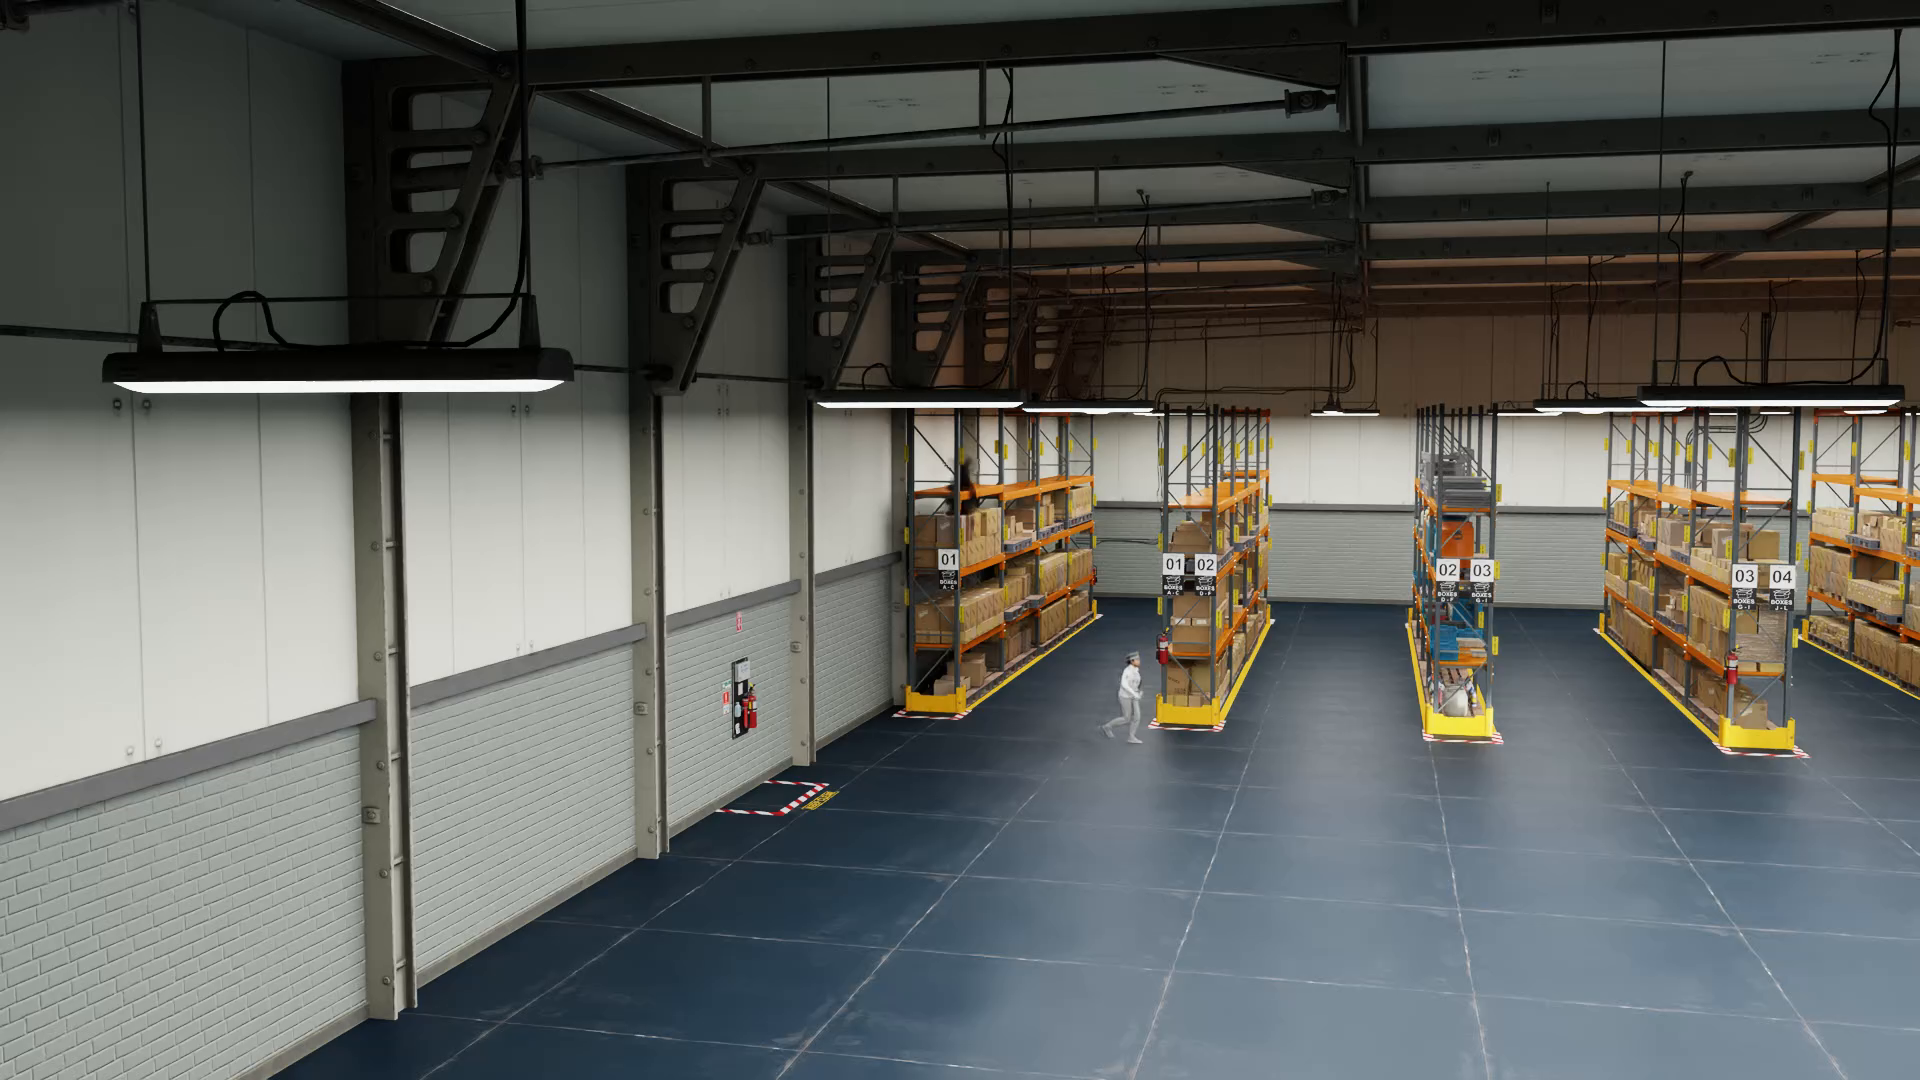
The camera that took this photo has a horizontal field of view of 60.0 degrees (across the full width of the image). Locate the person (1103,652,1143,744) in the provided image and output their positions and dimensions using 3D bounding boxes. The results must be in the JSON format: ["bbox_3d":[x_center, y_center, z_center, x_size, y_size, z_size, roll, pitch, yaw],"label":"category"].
[{"bbox_3d":[2.891,2.774,29.388,0.721,1.639,0.618,2,5,26],"label":"person"}]

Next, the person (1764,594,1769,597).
[{"bbox_3d":[22.315,1.529,45.641,0.657,1.797,0.669,3,5,36],"label":"person"}]
